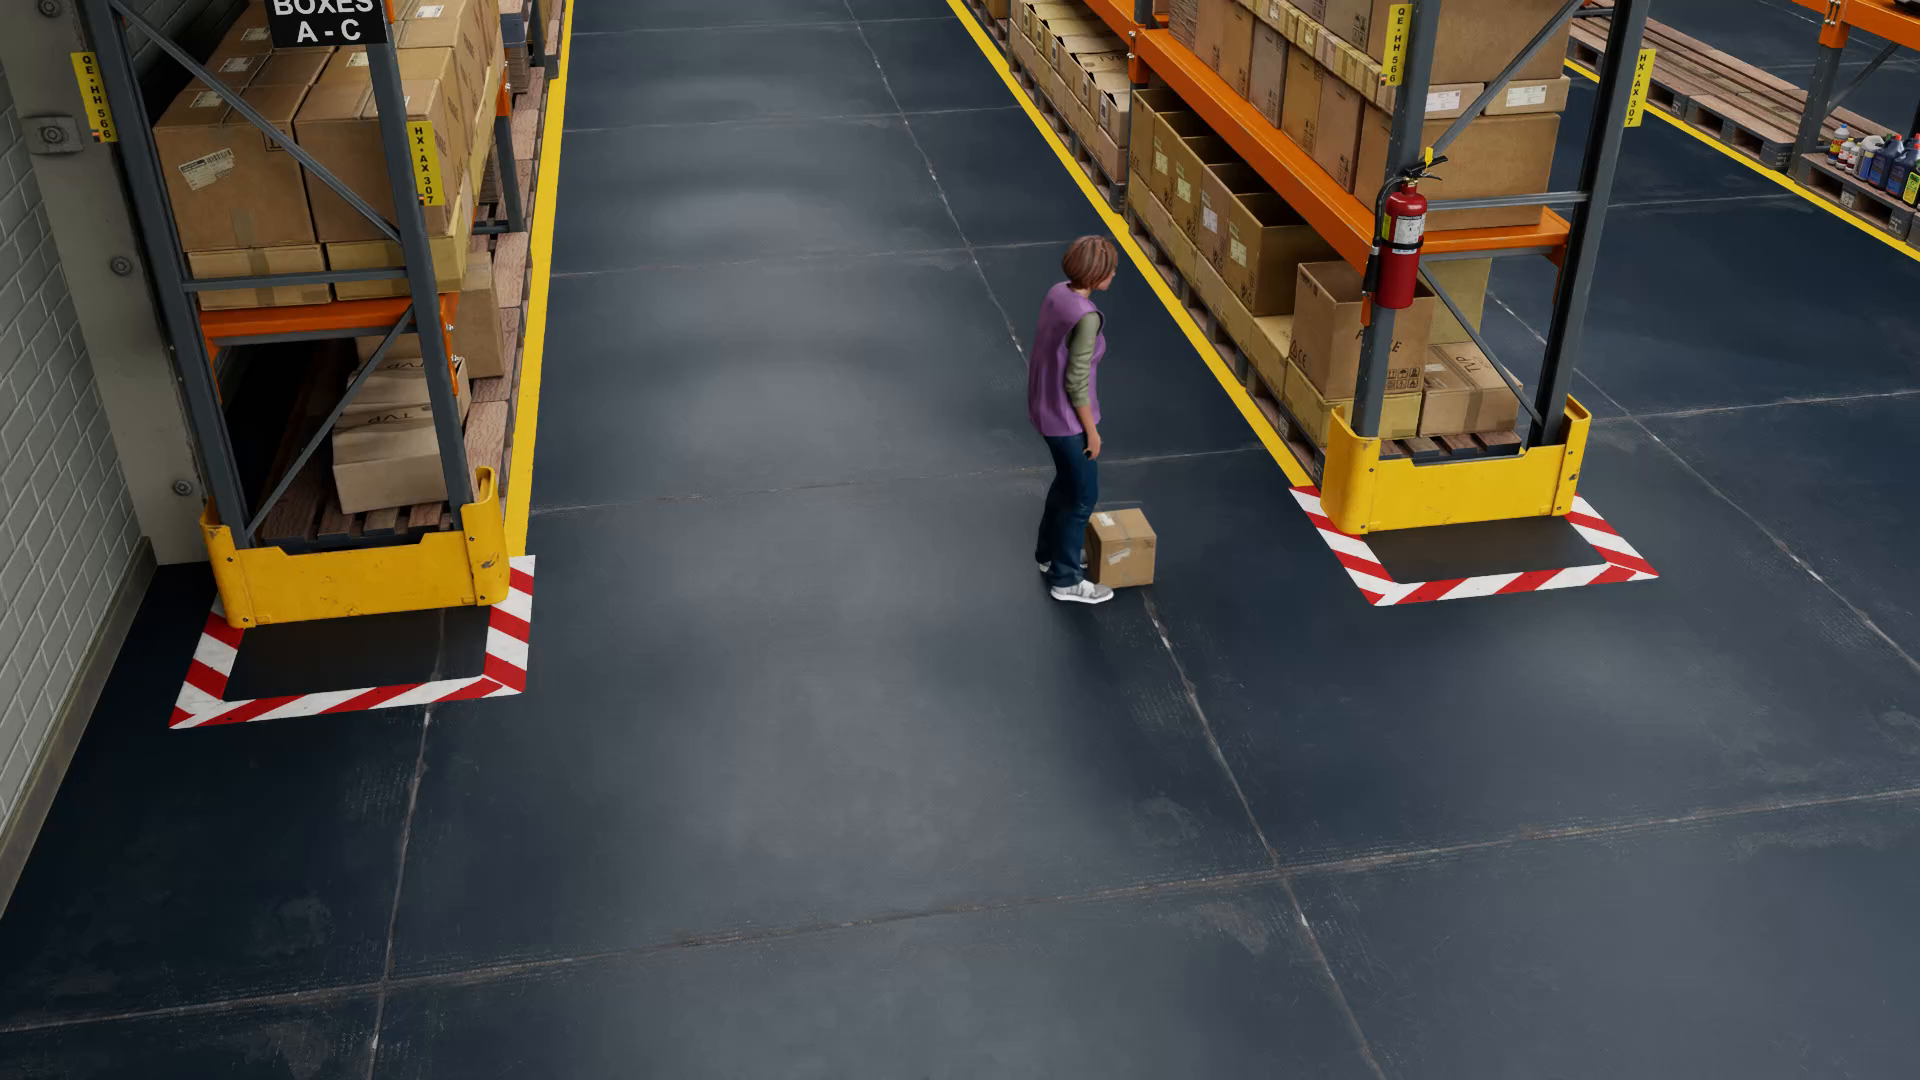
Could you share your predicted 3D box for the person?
[{"bbox_3d":[0.467,-0.502,6.987,0.345,1.581,0.464,-7,32,-11],"label":"person"}]
